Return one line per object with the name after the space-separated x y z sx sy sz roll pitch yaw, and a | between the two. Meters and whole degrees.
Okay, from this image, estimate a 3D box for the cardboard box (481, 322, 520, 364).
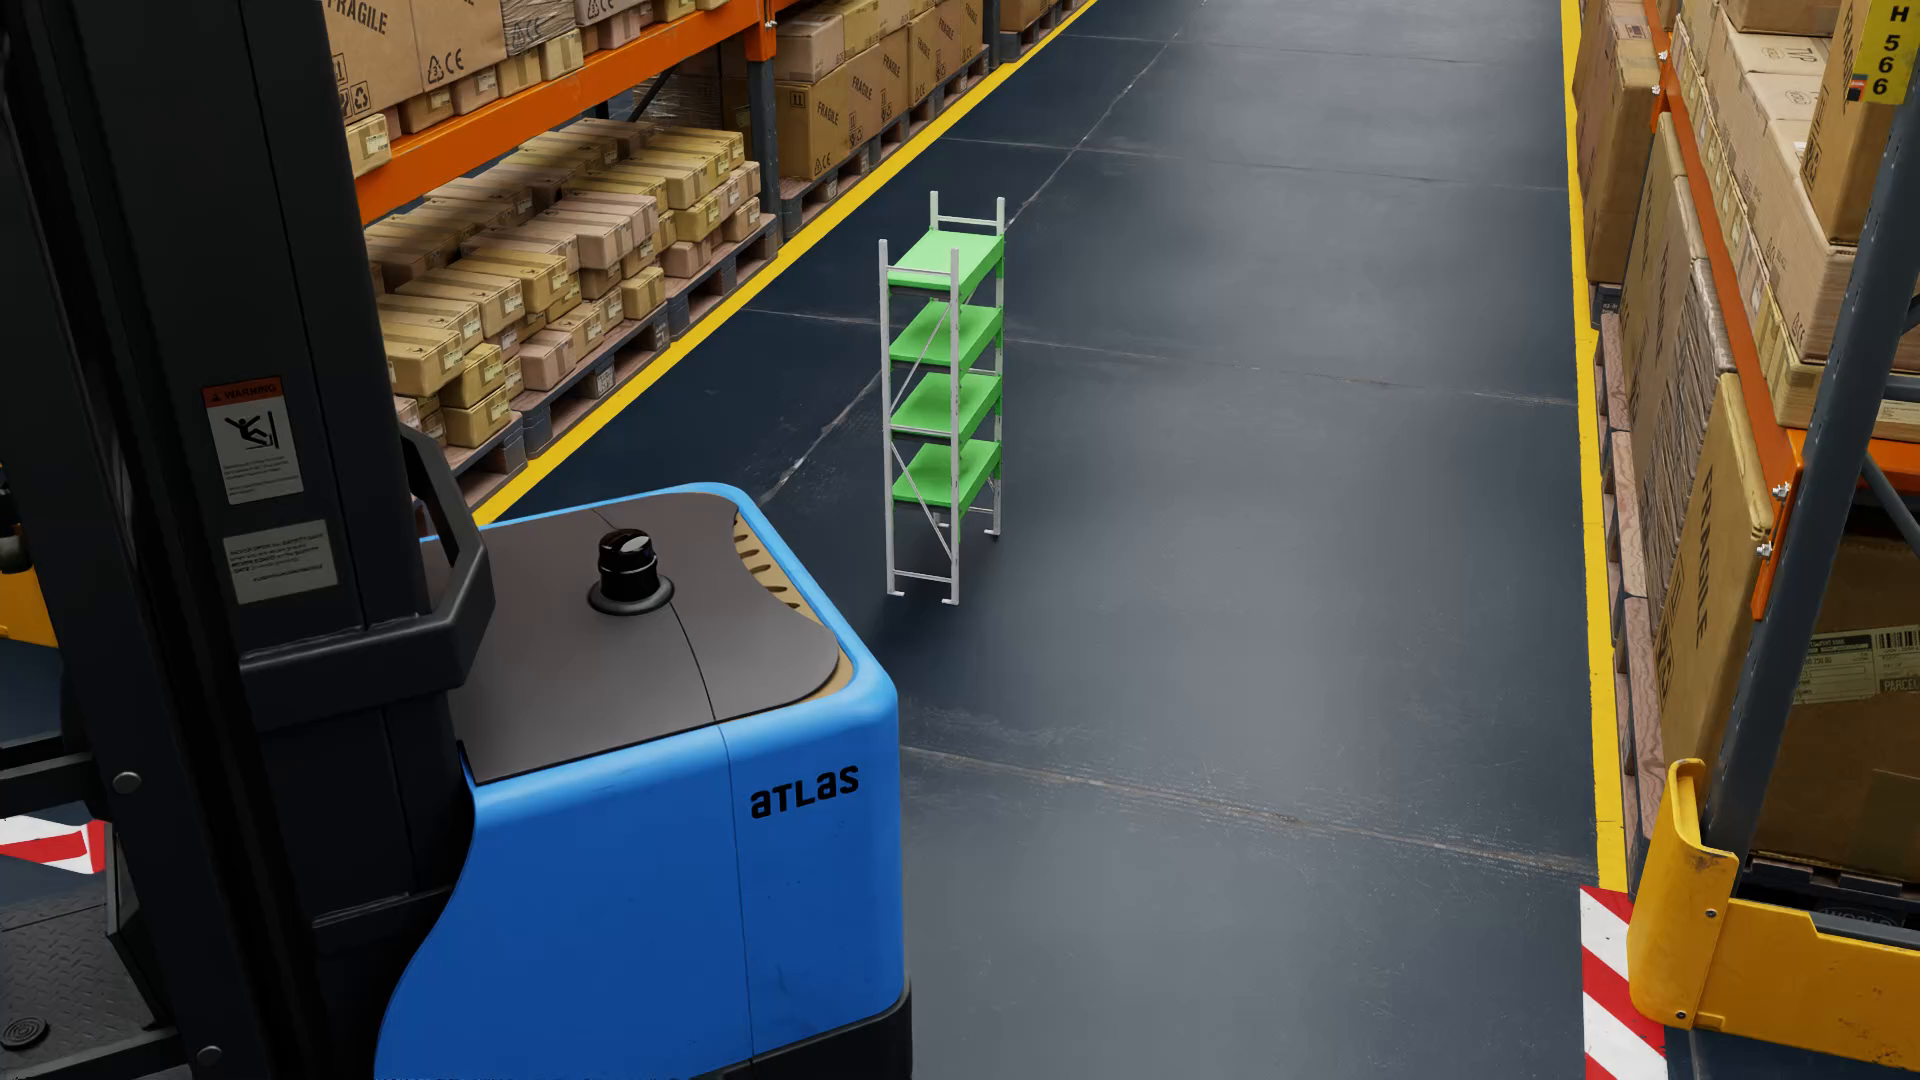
-1.877 -0.744 6.196 0.380 0.149 0.250 7 30 12 | cardboard box

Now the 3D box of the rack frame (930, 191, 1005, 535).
0.023 -0.561 5.524 0.240 1.200 0.015 8 30 15 | rack frame

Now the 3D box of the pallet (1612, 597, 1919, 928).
2.308 0.608 4.440 1.003 0.211 1.213 8 30 15 | pallet

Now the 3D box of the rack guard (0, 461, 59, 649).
-2.541 0.074 5.102 1.175 0.500 0.348 8 30 15 | rack guard

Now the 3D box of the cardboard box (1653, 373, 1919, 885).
2.259 0.208 4.044 0.875 0.875 0.875 8 30 15 | cardboard box

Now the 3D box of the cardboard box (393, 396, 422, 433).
-2.030 -0.377 5.536 0.380 0.149 0.250 8 30 15 | cardboard box

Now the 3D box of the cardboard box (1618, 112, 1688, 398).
3.052 -1.047 6.300 0.875 0.875 0.875 8 30 15 | cardboard box

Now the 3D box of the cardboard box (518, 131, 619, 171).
-1.826 -1.789 7.769 0.380 0.149 0.250 10 31 17 | cardboard box

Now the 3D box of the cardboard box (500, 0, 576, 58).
-1.736 -2.042 5.926 0.500 0.500 0.500 8 30 14 | cardboard box

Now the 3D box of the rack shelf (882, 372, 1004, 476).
-0.049 -0.392 5.351 0.258 0.148 0.480 8 30 15 | rack shelf

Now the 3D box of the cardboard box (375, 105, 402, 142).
-2.045 -1.358 5.365 0.380 0.149 0.250 10 31 17 | cardboard box

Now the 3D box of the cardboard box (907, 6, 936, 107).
-0.454 -2.960 10.124 0.500 0.500 0.500 7 30 13 | cardboard box

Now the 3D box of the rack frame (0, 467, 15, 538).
-2.564 -0.983 4.431 1.000 3.000 0.127 8 30 15 | rack frame

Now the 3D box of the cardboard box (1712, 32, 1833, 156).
2.484 -1.270 4.796 0.500 0.250 0.500 9 30 15 | cardboard box

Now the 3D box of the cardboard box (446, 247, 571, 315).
-1.718 -0.990 6.332 0.380 0.149 0.250 9 30 16 | cardboard box

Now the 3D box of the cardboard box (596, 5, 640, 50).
-1.507 -2.068 6.640 0.380 0.149 0.250 7 30 13 | cardboard box

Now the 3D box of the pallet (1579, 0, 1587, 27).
5.443 -4.224 13.126 1.003 0.211 1.213 8 30 15 | pallet

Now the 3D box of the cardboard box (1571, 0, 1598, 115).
4.274 -2.883 9.601 1.225 0.875 0.875 7 30 13 | cardboard box

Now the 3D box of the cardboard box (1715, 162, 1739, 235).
2.312 -0.926 4.588 0.380 0.149 0.250 9 30 15 | cardboard box

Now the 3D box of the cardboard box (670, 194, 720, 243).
-1.308 -1.463 7.489 0.380 0.149 0.250 7 30 13 | cardboard box

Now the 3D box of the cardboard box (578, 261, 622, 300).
-1.629 -1.118 6.868 0.380 0.149 0.250 7 30 12 | cardboard box

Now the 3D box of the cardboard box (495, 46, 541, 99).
-1.746 -1.709 5.995 0.380 0.149 0.250 10 30 17 | cardboard box

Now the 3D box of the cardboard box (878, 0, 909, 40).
-0.612 -3.050 9.516 0.500 0.250 0.500 10 31 17 | cardboard box

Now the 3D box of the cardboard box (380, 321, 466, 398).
-1.923 -0.620 5.667 0.380 0.149 0.250 8 30 15 | cardboard box

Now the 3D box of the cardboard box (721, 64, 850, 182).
-0.919 -2.238 8.828 0.500 0.500 0.500 10 31 17 | cardboard box

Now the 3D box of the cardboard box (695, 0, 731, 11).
-1.221 -2.430 7.292 0.380 0.149 0.250 8 30 14 | cardboard box

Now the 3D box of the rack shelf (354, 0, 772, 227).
-1.977 -1.598 6.277 1.077 0.370 4.000 8 30 15 | rack shelf

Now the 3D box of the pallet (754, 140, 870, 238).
-1.163 -1.985 9.101 1.003 0.211 1.213 8 30 15 | pallet

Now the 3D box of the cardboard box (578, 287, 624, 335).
-1.624 -0.956 6.883 0.380 0.149 0.250 9 30 16 | cardboard box

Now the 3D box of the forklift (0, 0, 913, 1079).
-1.660 0.023 2.694 3.031 2.935 1.130 -13 32 -22 | forklift

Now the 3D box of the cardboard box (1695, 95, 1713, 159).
2.537 -1.285 5.232 0.380 0.149 0.250 9 30 15 | cardboard box

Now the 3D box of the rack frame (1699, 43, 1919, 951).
2.148 -0.228 3.074 1.000 3.000 0.127 8 30 15 | rack frame

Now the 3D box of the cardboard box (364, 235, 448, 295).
-2.222 -1.060 6.459 0.380 0.149 0.250 7 30 13 | cardboard box

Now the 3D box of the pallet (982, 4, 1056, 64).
0.088 -3.838 12.431 1.003 0.211 1.213 8 30 15 | pallet

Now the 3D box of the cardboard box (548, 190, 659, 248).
-1.491 -1.347 6.975 0.380 0.149 0.250 7 30 12 | cardboard box

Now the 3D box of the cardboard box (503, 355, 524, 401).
-1.875 -0.603 6.249 0.380 0.149 0.250 9 30 15 | cardboard box

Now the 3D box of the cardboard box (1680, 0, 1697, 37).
2.934 -1.970 6.055 0.500 0.250 0.500 8 30 14 | cardboard box

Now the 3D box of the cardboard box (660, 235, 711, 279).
-1.351 -1.308 7.516 0.380 0.149 0.250 7 30 13 | cardboard box

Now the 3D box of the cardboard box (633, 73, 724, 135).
-1.413 -2.313 8.961 0.500 0.500 0.500 8 30 14 | cardboard box

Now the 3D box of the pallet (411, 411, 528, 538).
-2.269 -0.172 5.842 1.003 0.211 1.213 8 30 15 | pallet

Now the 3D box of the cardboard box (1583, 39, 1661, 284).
3.491 -1.642 7.370 1.225 0.875 0.875 9 30 15 | cardboard box

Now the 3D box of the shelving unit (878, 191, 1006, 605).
-0.049 -0.447 5.320 0.258 1.200 0.503 8 30 15 | shelving unit

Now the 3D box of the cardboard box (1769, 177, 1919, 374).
2.037 -0.556 3.511 0.500 0.250 0.500 8 30 14 | cardboard box

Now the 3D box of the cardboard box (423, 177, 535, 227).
-2.061 -1.434 7.130 0.380 0.149 0.250 9 30 16 | cardboard box

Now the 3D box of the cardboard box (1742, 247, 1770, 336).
2.088 -0.569 3.946 0.380 0.149 0.250 9 30 15 | cardboard box

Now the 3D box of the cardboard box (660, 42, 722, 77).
-1.413 -2.643 8.783 0.500 0.250 0.500 8 30 14 | cardboard box

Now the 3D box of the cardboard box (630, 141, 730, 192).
-1.282 -1.712 7.631 0.380 0.149 0.250 9 30 15 | cardboard box

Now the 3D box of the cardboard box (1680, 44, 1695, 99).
2.764 -1.643 5.876 0.380 0.149 0.250 9 30 17 | cardboard box
